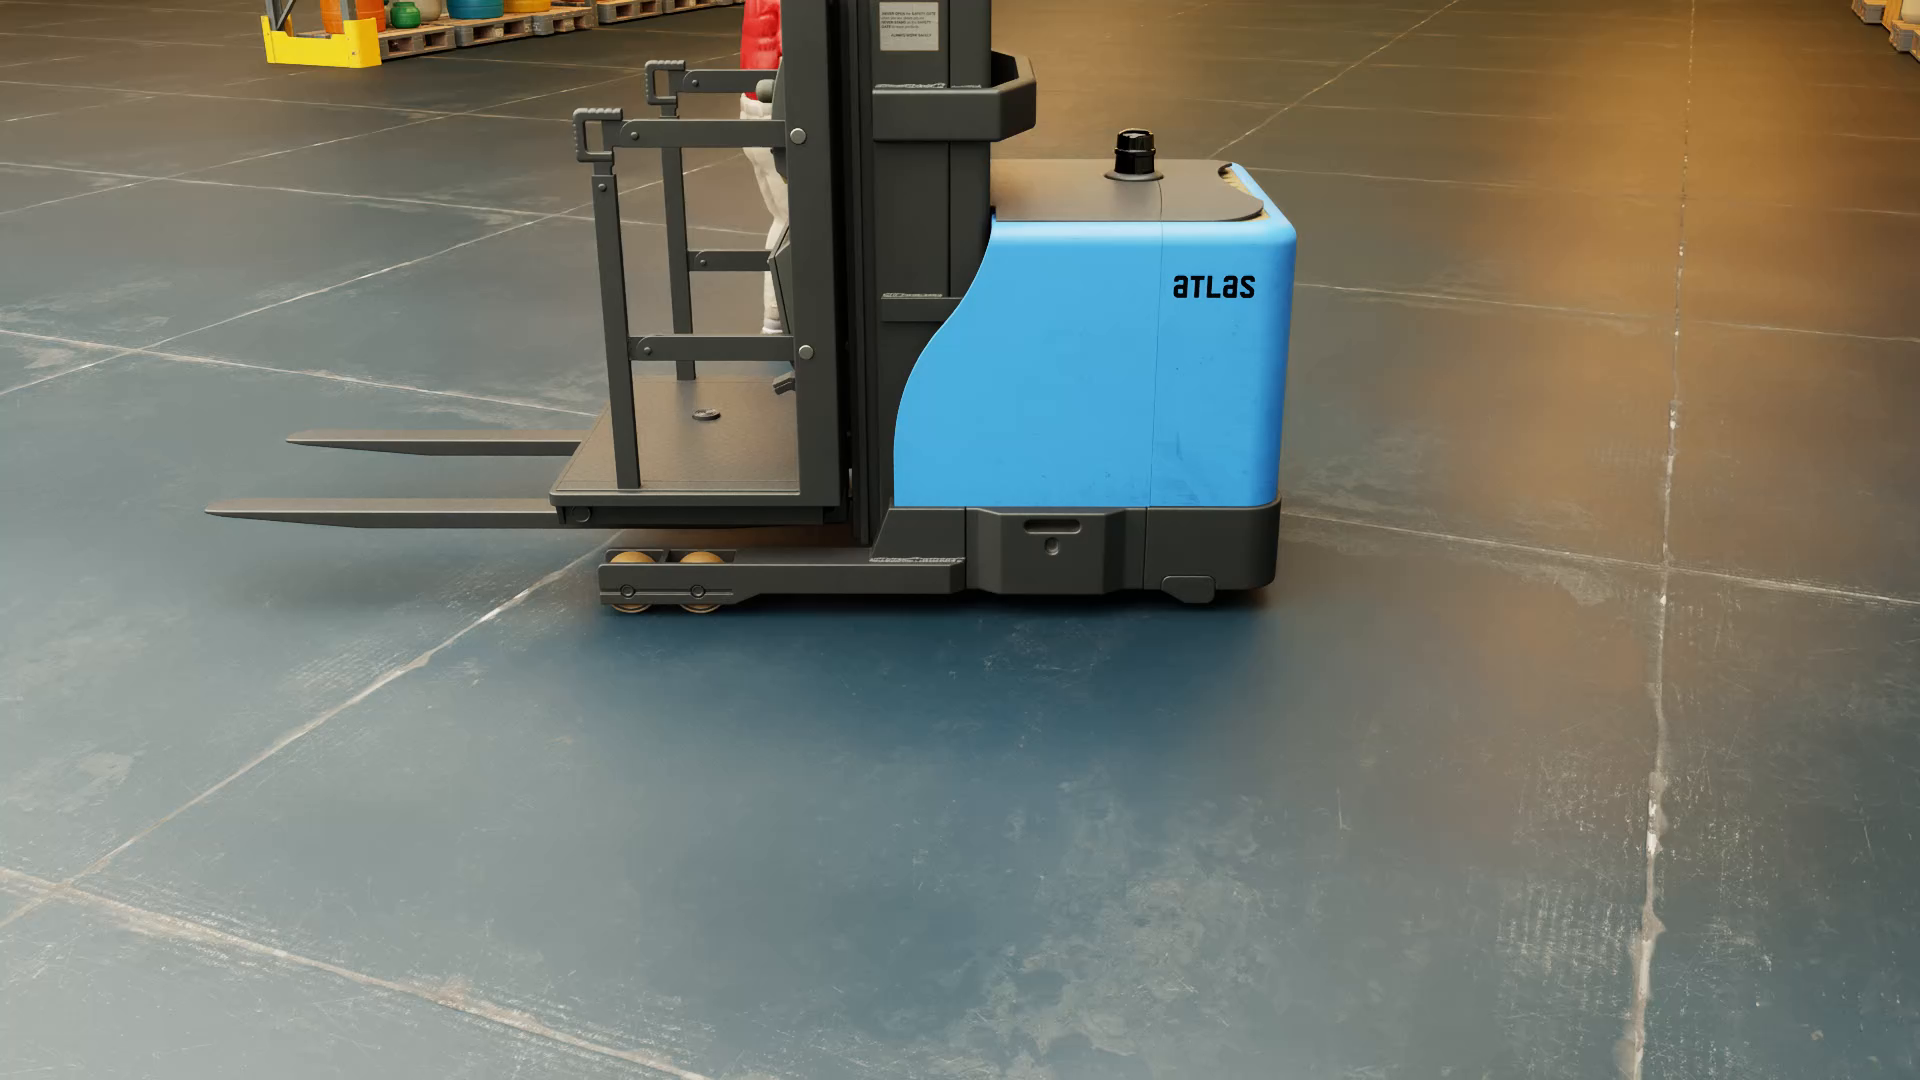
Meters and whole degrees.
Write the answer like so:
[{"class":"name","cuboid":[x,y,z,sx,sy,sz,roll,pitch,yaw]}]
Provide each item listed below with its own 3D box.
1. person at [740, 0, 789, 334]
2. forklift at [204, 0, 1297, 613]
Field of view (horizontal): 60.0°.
[{"class":"person","cuboid":[-0.688,-1.660,6.823,0.392,1.726,0.609,-9,24,-20]},{"class":"forklift","cuboid":[-0.628,-1.354,4.531,3.031,2.935,1.130,0,23,0]}]
